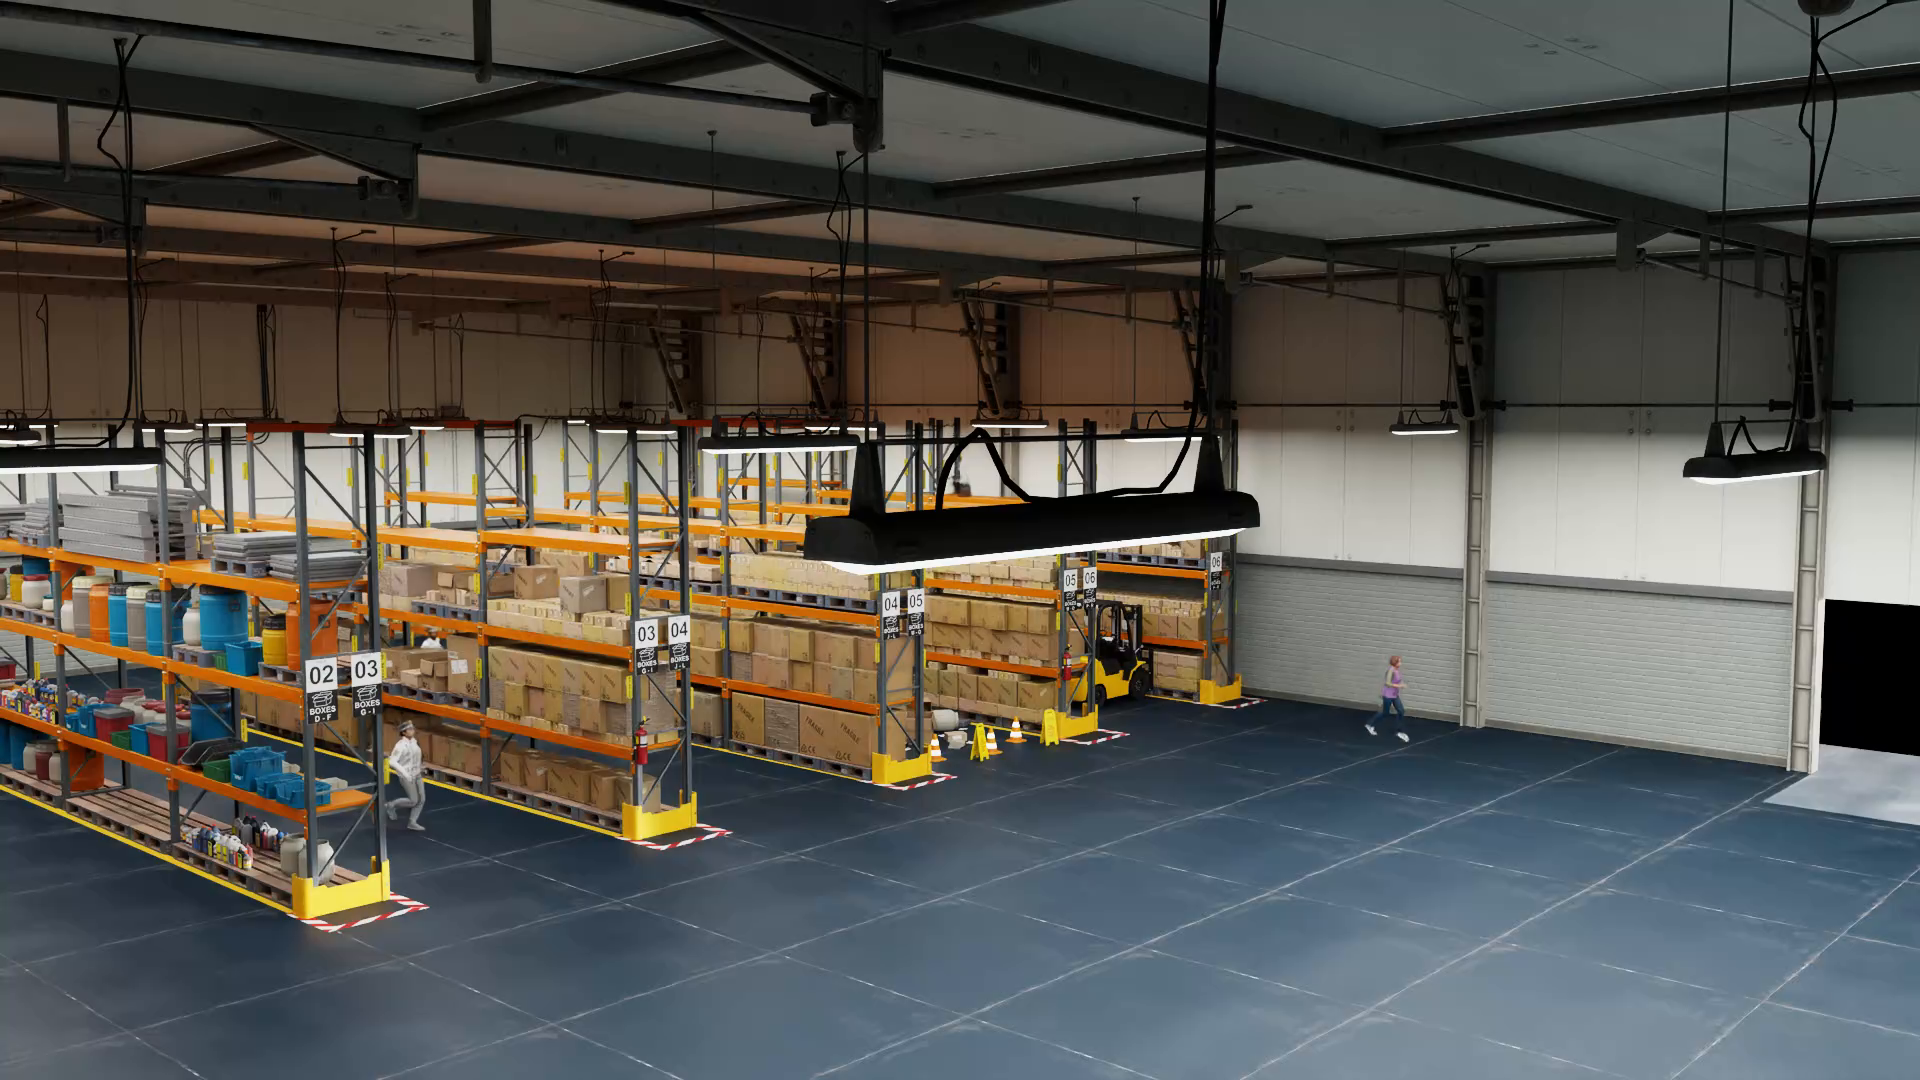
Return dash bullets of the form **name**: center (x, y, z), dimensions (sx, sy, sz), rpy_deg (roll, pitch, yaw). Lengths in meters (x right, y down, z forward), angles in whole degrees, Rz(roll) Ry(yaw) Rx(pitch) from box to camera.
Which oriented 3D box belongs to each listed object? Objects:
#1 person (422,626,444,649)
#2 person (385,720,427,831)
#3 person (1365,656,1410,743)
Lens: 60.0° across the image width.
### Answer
- **person**: center (-11.013, 2.622, 34.796), dimensions (0.938, 1.685, 0.575), rpy_deg (4, 6, 41)
- **person**: center (-8.237, 3.492, 24.741), dimensions (0.588, 1.660, 0.621), rpy_deg (1, 5, 15)
- **person**: center (8.090, 2.974, 31.384), dimensions (0.882, 1.619, 0.562), rpy_deg (3, 6, 35)
